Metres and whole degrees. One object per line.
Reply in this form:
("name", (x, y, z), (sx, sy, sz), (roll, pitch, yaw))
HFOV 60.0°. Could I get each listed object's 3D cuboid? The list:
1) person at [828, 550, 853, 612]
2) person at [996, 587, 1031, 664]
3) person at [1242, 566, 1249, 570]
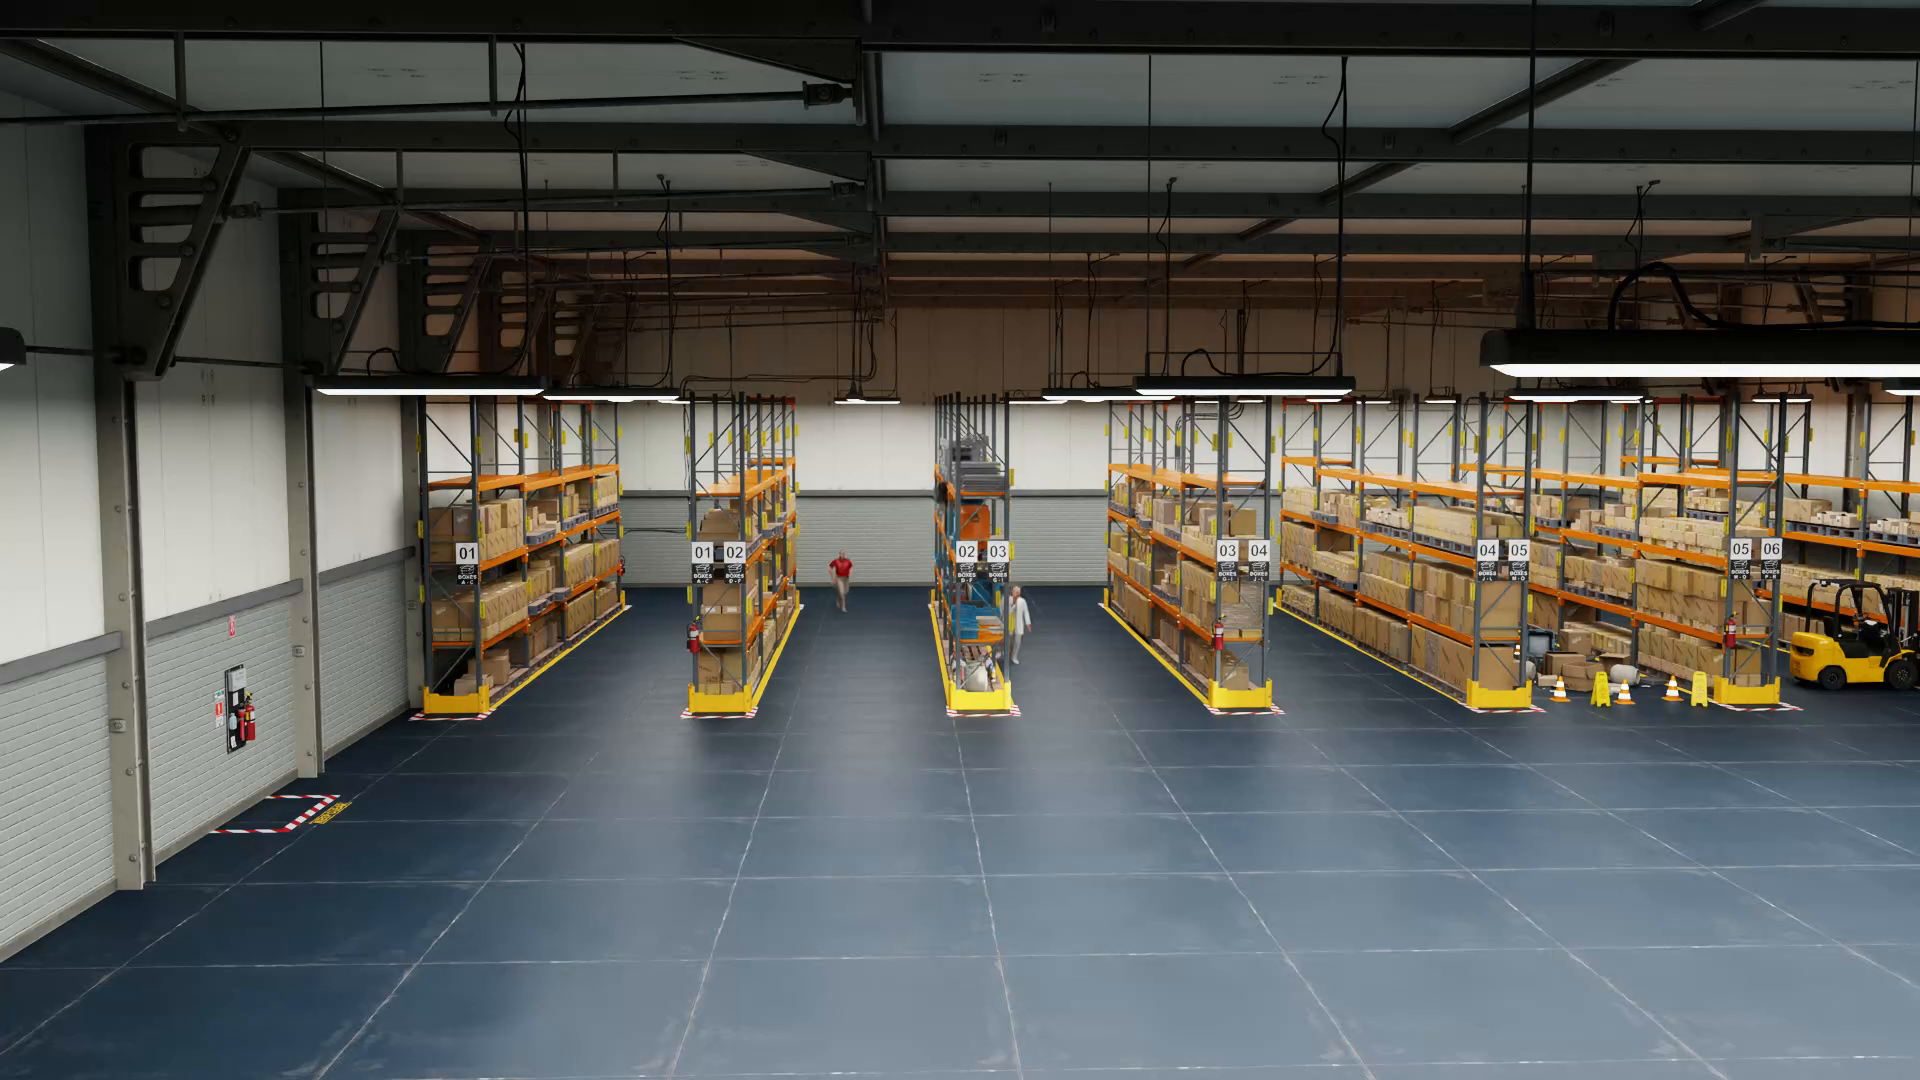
("person", (-3.325, 1.148, 46.755), (0.701, 1.729, 0.798), (-2, 5, -26))
("person", (1.164, 1.944, 37.136), (0.808, 1.623, 0.681), (0, 5, -4))
("person", (8.030, 1.127, 46.418), (0.630, 1.826, 0.832), (0, 5, 5))
